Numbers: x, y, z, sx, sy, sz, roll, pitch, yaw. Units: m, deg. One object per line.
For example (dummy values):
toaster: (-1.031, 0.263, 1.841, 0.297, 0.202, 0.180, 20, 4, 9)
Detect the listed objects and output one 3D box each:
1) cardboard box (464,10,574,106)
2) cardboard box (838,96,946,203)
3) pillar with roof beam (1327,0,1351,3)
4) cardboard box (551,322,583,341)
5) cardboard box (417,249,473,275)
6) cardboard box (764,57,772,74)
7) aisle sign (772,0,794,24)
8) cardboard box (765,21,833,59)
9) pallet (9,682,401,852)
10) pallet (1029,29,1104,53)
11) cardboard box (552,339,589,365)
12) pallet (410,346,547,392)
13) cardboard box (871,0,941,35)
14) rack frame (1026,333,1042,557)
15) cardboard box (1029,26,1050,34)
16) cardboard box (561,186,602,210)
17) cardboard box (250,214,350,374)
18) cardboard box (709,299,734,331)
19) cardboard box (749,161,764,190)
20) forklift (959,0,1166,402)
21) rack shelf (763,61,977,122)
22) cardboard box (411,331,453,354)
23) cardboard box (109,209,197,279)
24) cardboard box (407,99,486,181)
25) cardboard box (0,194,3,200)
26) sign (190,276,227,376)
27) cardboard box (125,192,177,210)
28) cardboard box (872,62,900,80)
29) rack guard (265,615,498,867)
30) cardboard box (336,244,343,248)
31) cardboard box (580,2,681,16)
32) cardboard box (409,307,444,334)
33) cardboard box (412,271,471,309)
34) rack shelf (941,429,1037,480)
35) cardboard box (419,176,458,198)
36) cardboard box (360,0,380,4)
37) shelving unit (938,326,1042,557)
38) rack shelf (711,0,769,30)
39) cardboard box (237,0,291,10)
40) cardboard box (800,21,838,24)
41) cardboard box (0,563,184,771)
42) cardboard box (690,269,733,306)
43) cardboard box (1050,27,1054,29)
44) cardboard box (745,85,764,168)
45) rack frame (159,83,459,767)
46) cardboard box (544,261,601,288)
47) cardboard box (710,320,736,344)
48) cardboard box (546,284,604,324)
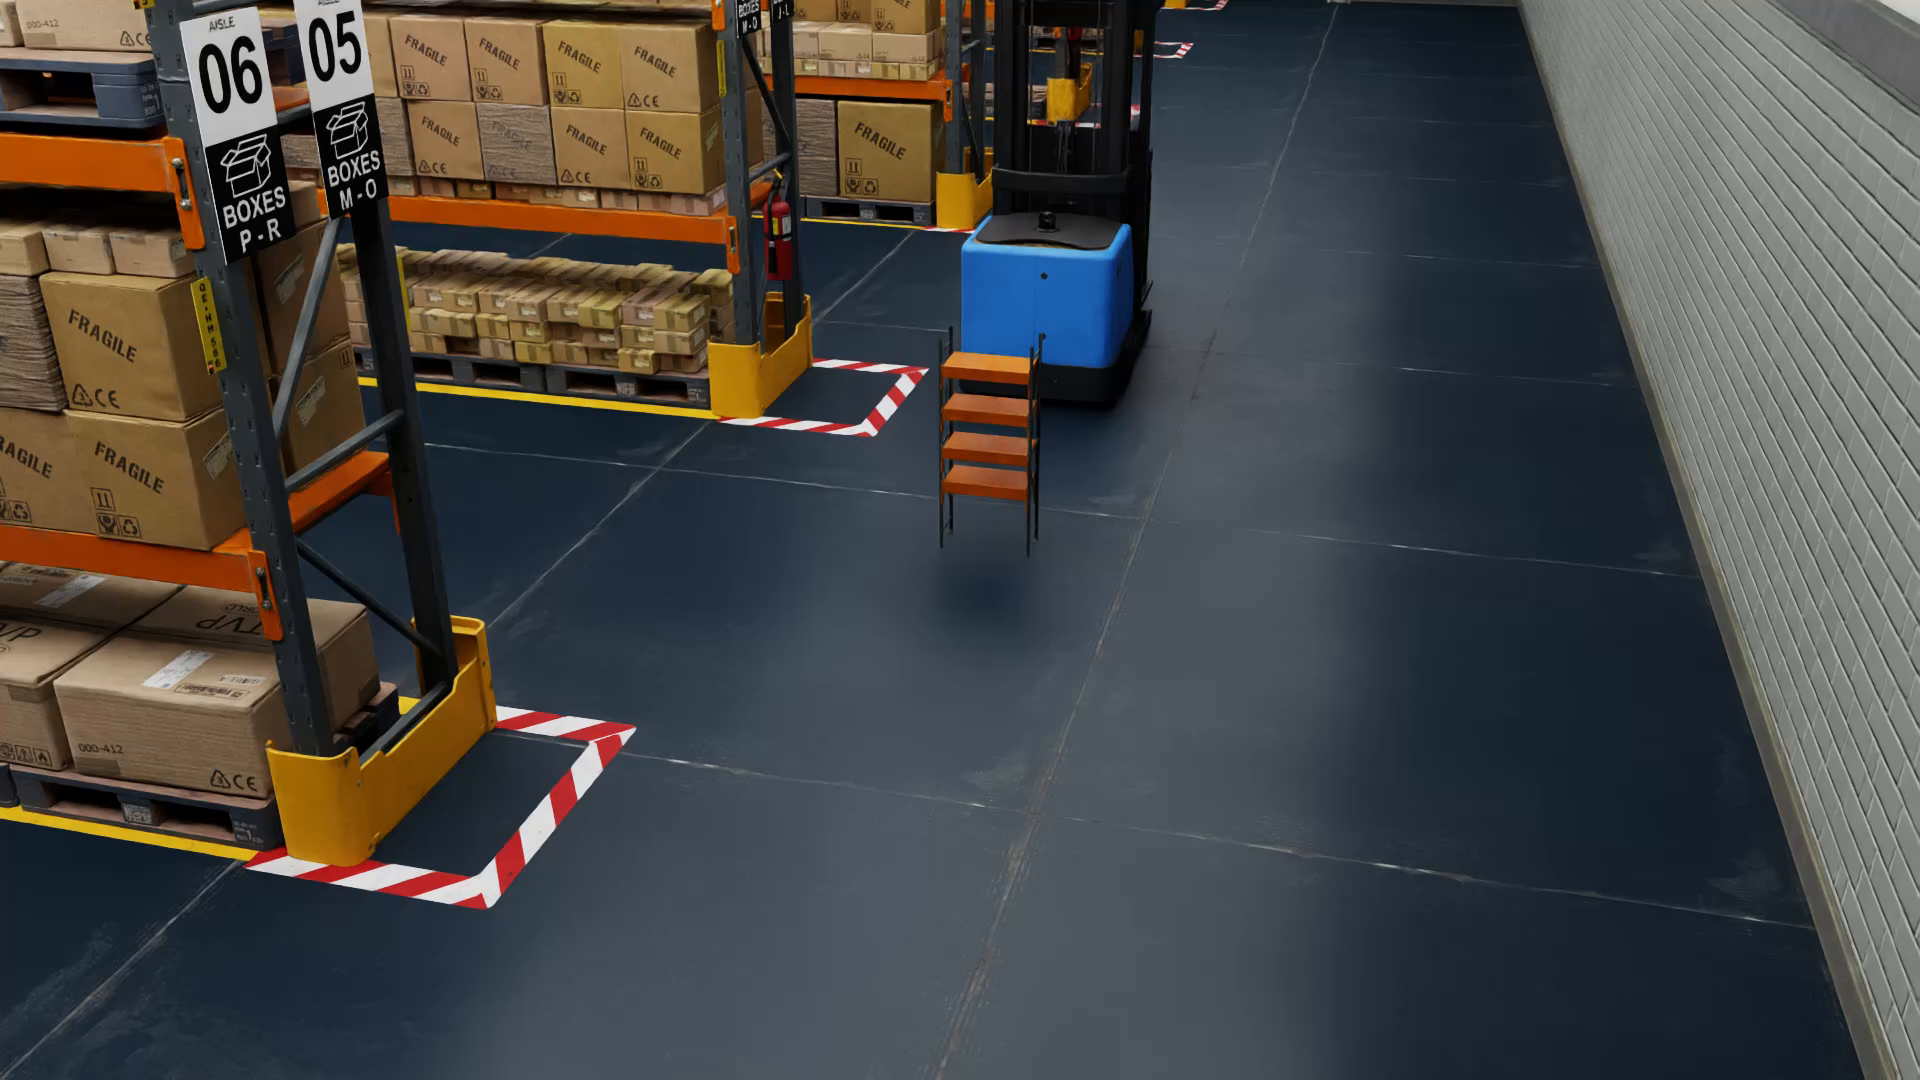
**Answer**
cardboard box: (-2.777, -3.079, 10.601, 0.500, 0.500, 0.500, 8, 27, 16)
cardboard box: (-0.582, -3.716, 15.548, 0.875, 0.875, 0.875, 6, 26, 13)
pillar with roof beam: (5.517, -11.624, 23.197, 0.400, 9.000, 9.100, 6, 26, 13)
cardboard box: (-2.596, -1.497, 11.387, 0.250, 0.149, 0.380, 6, 26, 12)
cardboard box: (-3.722, -1.980, 12.056, 0.250, 0.149, 0.380, 5, 26, 10)
cardboard box: (-1.610, -4.374, 15.240, 0.250, 0.149, 0.380, 6, 26, 13)
aisle sign: (-1.130, -3.687, 10.480, 0.004, 0.787, 0.394, 6, 26, 13)
cardboard box: (-1.462, -4.567, 15.182, 0.500, 0.250, 0.500, 5, 26, 11)
pallet: (-3.204, 0.882, 7.153, 1.213, 0.211, 1.003, 6, 26, 13)
pallet: (1.683, -7.408, 24.564, 1.213, 0.211, 1.003, 6, 26, 13)
cardboard box: (-2.588, -1.338, 11.400, 0.250, 0.149, 0.380, 7, 26, 14)
pallet: (-3.305, -1.378, 11.899, 1.213, 0.211, 1.003, 6, 26, 13)
cardboard box: (-0.479, -4.798, 14.795, 0.500, 0.500, 0.500, 7, 26, 14)
rack frame: (0.397, -0.498, 8.900, 0.015, 1.200, 0.240, 6, 26, 13)
cardboard box: (1.028, -7.601, 24.413, 0.500, 0.250, 0.500, 6, 26, 13)
cardboard box: (-2.392, -2.280, 10.842, 0.250, 0.149, 0.380, 7, 26, 14)
cardboard box: (-2.804, -0.991, 6.563, 0.500, 0.500, 0.500, 6, 26, 12)
cardboard box: (-1.719, -1.596, 11.594, 0.250, 0.149, 0.380, 7, 26, 15)
cardboard box: (-1.507, -2.454, 11.207, 0.250, 0.149, 0.380, 6, 26, 13)
forklift: (0.830, -2.843, 11.811, 1.130, 2.935, 3.031, 6, 26, 12)
rack shelf: (-1.879, -4.339, 15.712, 4.000, 0.370, 1.077, 6, 26, 13)
cardboard box: (-3.610, -1.432, 11.596, 0.250, 0.149, 0.380, 6, 26, 12)
cardboard box: (-2.808, -1.069, 5.972, 0.250, 0.149, 0.380, 7, 26, 14)
cardboard box: (-3.246, -2.682, 10.931, 0.500, 0.500, 0.500, 8, 27, 16)
cardboard box: (-3.800, -1.180, 6.206, 0.250, 0.149, 0.380, 6, 26, 13)
sign: (-2.559, -0.730, 5.671, 0.005, 0.325, 0.100, 6, 26, 13)
cardboard box: (-2.957, -1.266, 6.385, 0.250, 0.149, 0.380, 7, 26, 14)
cardboard box: (-0.621, -4.265, 15.011, 0.250, 0.149, 0.380, 7, 26, 14)
rack guard: (-2.387, 0.807, 6.974, 0.348, 0.500, 1.175, 6, 26, 13)
cardboard box: (-4.740, -2.066, 12.235, 0.250, 0.149, 0.380, 7, 26, 14)
cardboard box: (-2.134, -3.237, 10.934, 0.500, 0.500, 0.500, 7, 26, 15)
cardboard box: (-3.615, -1.565, 11.530, 0.250, 0.149, 0.380, 6, 26, 13)
cardboard box: (-3.589, -1.737, 11.545, 0.250, 0.149, 0.380, 5, 26, 11)
rack shelf: (0.160, -0.463, 8.984, 0.480, 0.148, 0.258, 6, 26, 13)
cardboard box: (-3.398, -2.414, 11.123, 0.250, 0.149, 0.380, 7, 26, 15)
cardboard box: (-4.124, -3.464, 11.411, 0.500, 0.500, 0.500, 5, 26, 11)
shelving unit: (0.160, -0.524, 8.955, 0.503, 1.200, 0.258, 6, 26, 13)
rack shelf: (-3.212, -3.640, 10.753, 4.000, 0.370, 1.077, 6, 26, 13)
cardboard box: (-4.773, -3.305, 11.078, 0.500, 0.500, 0.500, 7, 26, 14)
cardboard box: (-1.330, -4.789, 15.647, 0.500, 0.250, 0.500, 5, 26, 11)
cardboard box: (-3.963, 0.519, 7.162, 0.875, 0.438, 0.875, 7, 26, 14)
cardboard box: (-1.698, -1.765, 11.603, 0.250, 0.149, 0.380, 5, 26, 11)
cardboard box: (1.589, -7.761, 24.749, 0.500, 0.250, 0.500, 6, 26, 13)
cardboard box: (-1.641, -2.739, 11.050, 0.500, 0.500, 0.500, 8, 26, 15)
rack frame: (-2.410, -0.324, 6.442, 0.127, 3.000, 1.000, 6, 26, 13)
cardboard box: (-2.734, -1.850, 11.782, 0.250, 0.149, 0.380, 7, 26, 15)
cardboard box: (-1.703, -1.488, 11.713, 0.250, 0.149, 0.380, 7, 26, 14)
cardboard box: (-2.597, -1.598, 11.253, 0.250, 0.149, 0.380, 5, 26, 11)
